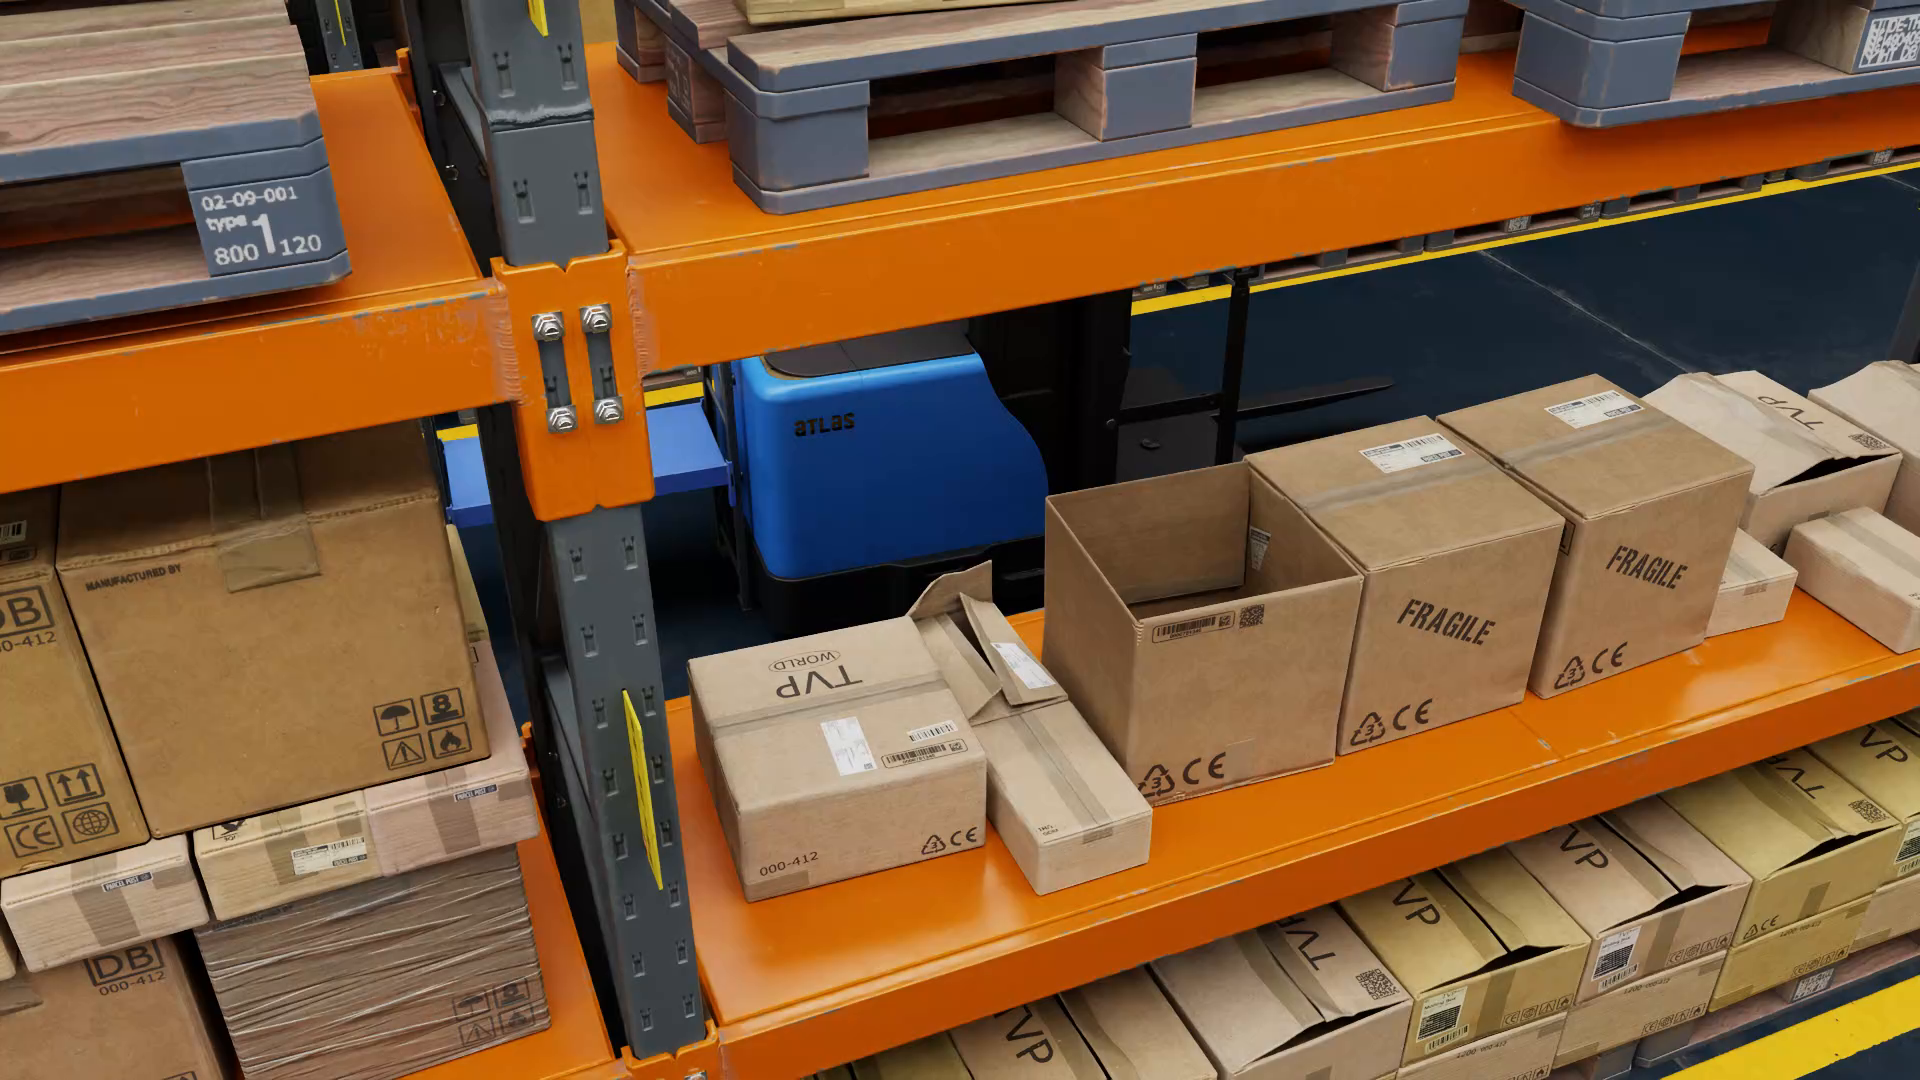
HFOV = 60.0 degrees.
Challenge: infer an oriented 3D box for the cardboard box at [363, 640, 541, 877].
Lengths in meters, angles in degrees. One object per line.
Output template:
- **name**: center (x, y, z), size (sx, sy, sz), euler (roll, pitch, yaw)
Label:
- **cardboard box**: center (-0.868, 0.354, 2.769), size (0.250, 0.149, 0.380), euler (-13, 35, -19)

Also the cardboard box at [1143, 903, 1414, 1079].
- **cardboard box**: center (0.717, 1.069, 3.978), size (0.500, 0.311, 0.500), euler (-14, 36, -20)

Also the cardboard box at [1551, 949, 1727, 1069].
- **cardboard box**: center (1.658, 1.084, 4.470), size (0.500, 0.250, 0.500), euler (-12, 35, -18)

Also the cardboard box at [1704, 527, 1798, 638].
- **cardboard box**: center (1.834, 0.061, 4.136), size (0.250, 0.149, 0.380), euler (-10, 34, -15)

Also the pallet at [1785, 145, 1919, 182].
- **pallet**: center (5.486, -2.629, 10.597), size (1.213, 0.211, 1.003), euler (-13, 35, -19)

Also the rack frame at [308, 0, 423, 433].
- **rack frame**: center (-2.622, -1.988, 7.054), size (0.127, 3.000, 1.000), euler (-13, 35, -19)

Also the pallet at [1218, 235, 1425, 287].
- **pallet**: center (1.823, -1.792, 9.310), size (1.213, 0.211, 1.003), euler (-13, 35, -19)

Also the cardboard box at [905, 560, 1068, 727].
- **cardboard box**: center (0.039, 0.281, 3.691), size (0.258, 0.266, 0.396), euler (-14, 35, -20)

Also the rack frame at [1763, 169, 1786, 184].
- **rack frame**: center (4.755, -3.677, 9.650), size (0.127, 3.000, 1.000), euler (-13, 35, -19)

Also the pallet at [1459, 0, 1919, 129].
- **pallet**: center (1.367, -1.094, 3.104), size (1.213, 0.211, 1.003), euler (-11, 35, -17)

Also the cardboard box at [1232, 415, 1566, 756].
- **cardboard box**: center (0.961, 0.090, 3.770), size (0.500, 0.500, 0.500), euler (-13, 35, -19)

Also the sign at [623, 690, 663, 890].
- **sign**: center (-0.484, 0.385, 2.541), size (0.005, 0.325, 0.100), euler (-13, 35, -19)

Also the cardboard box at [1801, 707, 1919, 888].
- **cardboard box**: center (2.600, 0.634, 4.647), size (0.500, 0.311, 0.500), euler (-12, 35, -18)

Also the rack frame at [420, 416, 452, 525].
- **rack frame**: center (-1.852, -0.312, 5.854), size (0.032, 1.500, 0.500), euler (-10, 34, -15)

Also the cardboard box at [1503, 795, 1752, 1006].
- **cardboard box**: center (1.657, 0.852, 4.312), size (0.500, 0.311, 0.500), euler (-13, 35, -19)

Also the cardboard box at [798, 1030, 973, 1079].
- **cardboard box**: center (-0.223, 1.282, 3.651), size (0.500, 0.311, 0.500), euler (-13, 35, -19)

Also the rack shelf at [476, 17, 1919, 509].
- **rack shelf**: center (1.144, -0.875, 3.254), size (4.000, 0.370, 1.077), euler (-13, 35, -19)

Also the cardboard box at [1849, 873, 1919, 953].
- **cardboard box**: center (2.597, 0.868, 4.801), size (0.500, 0.250, 0.500), euler (-12, 35, -18)

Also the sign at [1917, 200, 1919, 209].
- **sign**: center (2.769, -1.065, 4.647), size (0.005, 0.325, 0.100), euler (-13, 35, -19)

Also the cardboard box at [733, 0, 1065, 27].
- **cardboard box**: center (-0.129, -0.993, 2.528), size (0.500, 0.250, 0.500), euler (-9, 34, -14)

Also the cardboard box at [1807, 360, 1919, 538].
- **cardboard box**: center (2.635, -0.250, 4.465), size (0.500, 0.311, 0.500), euler (-11, 35, -16)

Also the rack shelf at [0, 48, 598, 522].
- **rack shelf**: center (-2.545, -0.031, 1.956), size (4.000, 0.370, 1.077), euler (-13, 35, -19)

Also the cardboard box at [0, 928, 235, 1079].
- **cardboard box**: center (-1.591, 0.672, 2.875), size (0.500, 0.500, 0.700), euler (-13, 35, -19)

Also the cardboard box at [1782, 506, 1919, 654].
- **cardboard box**: center (2.265, 0.092, 4.088), size (0.250, 0.149, 0.380), euler (-13, 35, -19)

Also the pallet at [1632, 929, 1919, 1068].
- **pallet**: center (2.213, 0.981, 5.049), size (1.213, 0.211, 1.003), euler (-13, 35, -19)

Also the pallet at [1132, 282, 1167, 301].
- **pallet**: center (0.345, -1.499, 8.860), size (1.213, 0.211, 1.003), euler (-13, 35, -19)

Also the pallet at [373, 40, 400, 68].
- **pallet**: center (-1.861, -1.995, 7.242), size (1.213, 0.211, 1.003), euler (-13, 35, -19)

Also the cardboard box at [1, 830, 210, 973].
- **cardboard box**: center (-1.338, 0.462, 2.604), size (0.250, 0.149, 0.380), euler (-14, 36, -20)

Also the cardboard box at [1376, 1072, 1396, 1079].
- **cardboard box**: center (0.716, 1.300, 4.137), size (0.500, 0.250, 0.500), euler (-14, 36, -20)

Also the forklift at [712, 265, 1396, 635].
- **forklift**: center (0.597, -1.337, 6.117), size (3.031, 2.935, 1.130), euler (-10, 34, -15)

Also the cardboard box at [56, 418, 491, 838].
- **cardboard box**: center (-1.107, 0.014, 2.697), size (0.500, 0.500, 0.700), euler (-13, 35, -19)

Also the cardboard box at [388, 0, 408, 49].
- **cardboard box**: center (-2.139, -2.304, 7.046), size (0.500, 0.500, 0.700), euler (-13, 35, -19)

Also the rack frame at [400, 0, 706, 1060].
- **rack frame**: center (-0.701, 0.503, 3.227), size (0.127, 3.000, 1.000), euler (-13, 35, -19)

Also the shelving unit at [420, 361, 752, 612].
- **shelving unit**: center (-1.370, -0.399, 5.988), size (1.048, 1.500, 0.538), euler (-10, 34, -15)
